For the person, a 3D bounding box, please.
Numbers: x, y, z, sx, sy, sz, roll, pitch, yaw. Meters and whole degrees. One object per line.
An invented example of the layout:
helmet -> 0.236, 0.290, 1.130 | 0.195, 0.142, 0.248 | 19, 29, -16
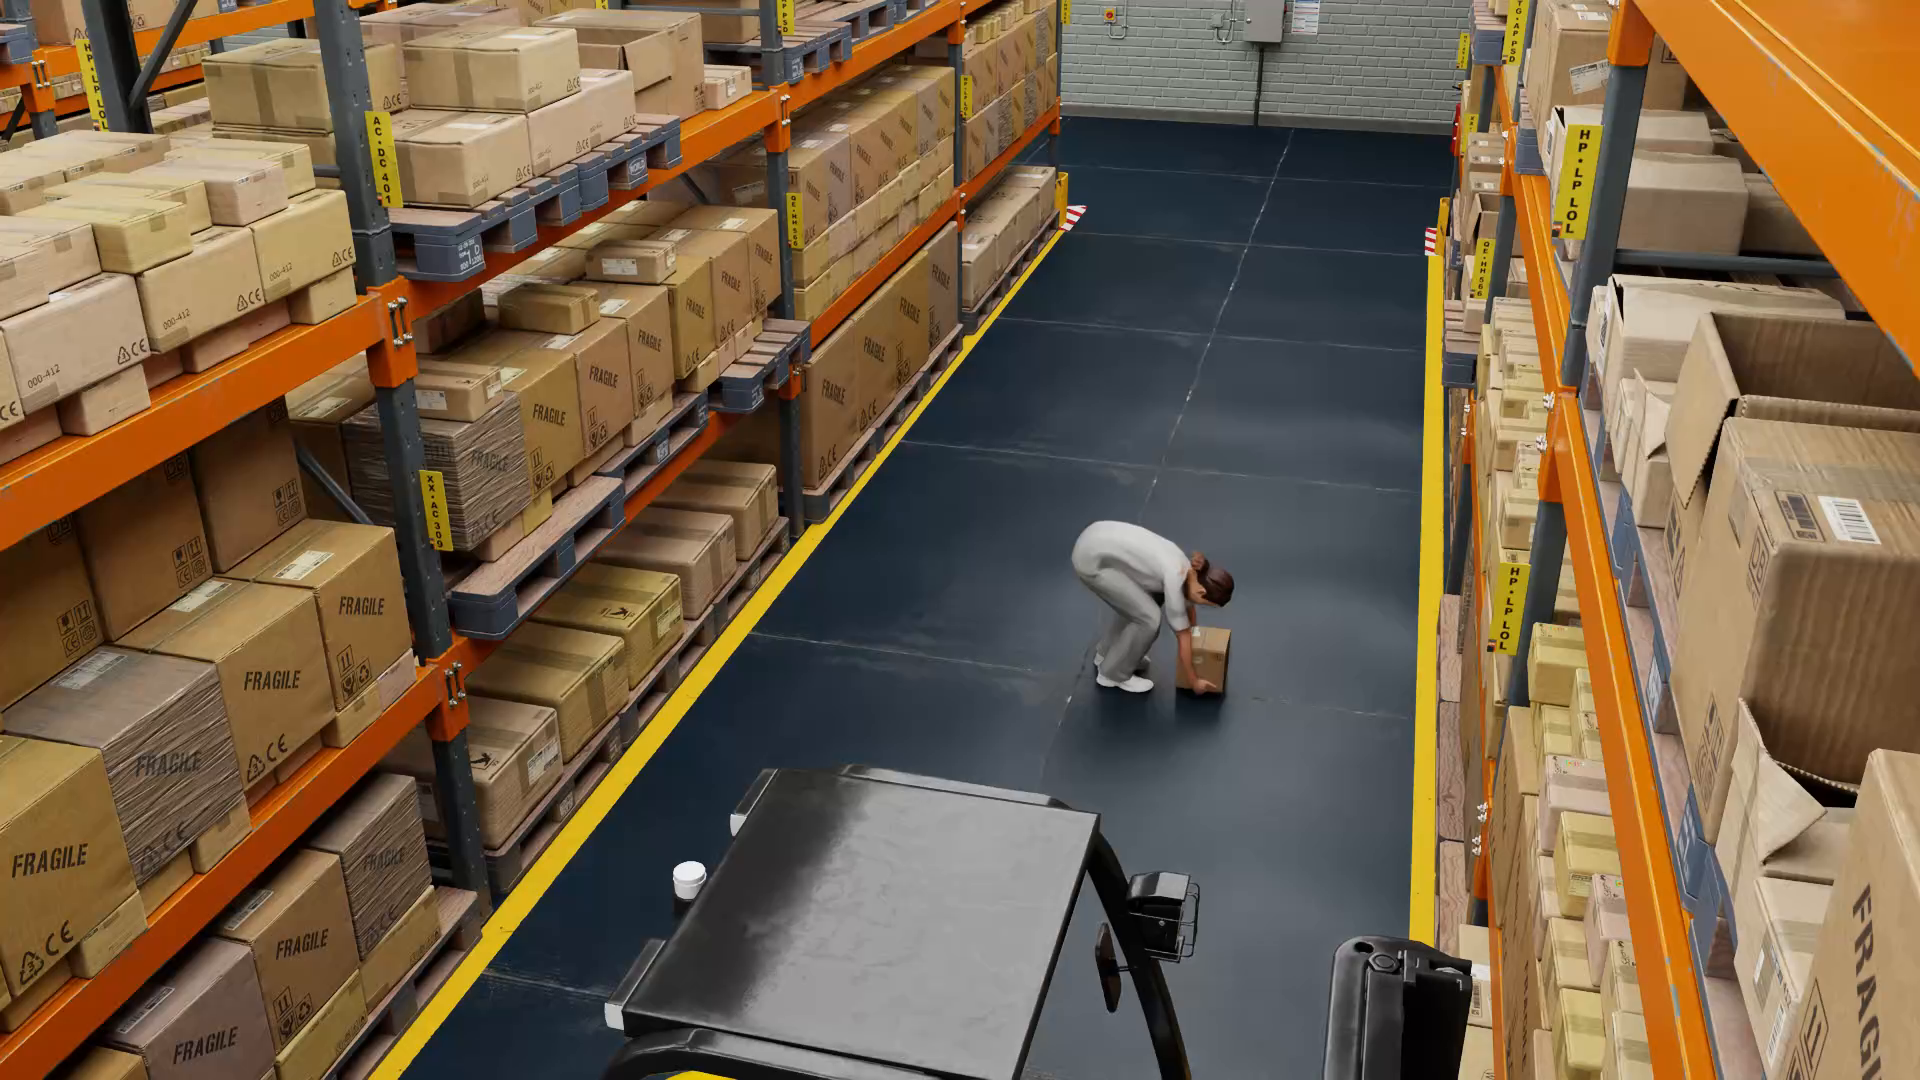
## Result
person -> 1.010, 0.349, 8.785 | 0.848, 0.893, 0.464 | 5, 26, 11
